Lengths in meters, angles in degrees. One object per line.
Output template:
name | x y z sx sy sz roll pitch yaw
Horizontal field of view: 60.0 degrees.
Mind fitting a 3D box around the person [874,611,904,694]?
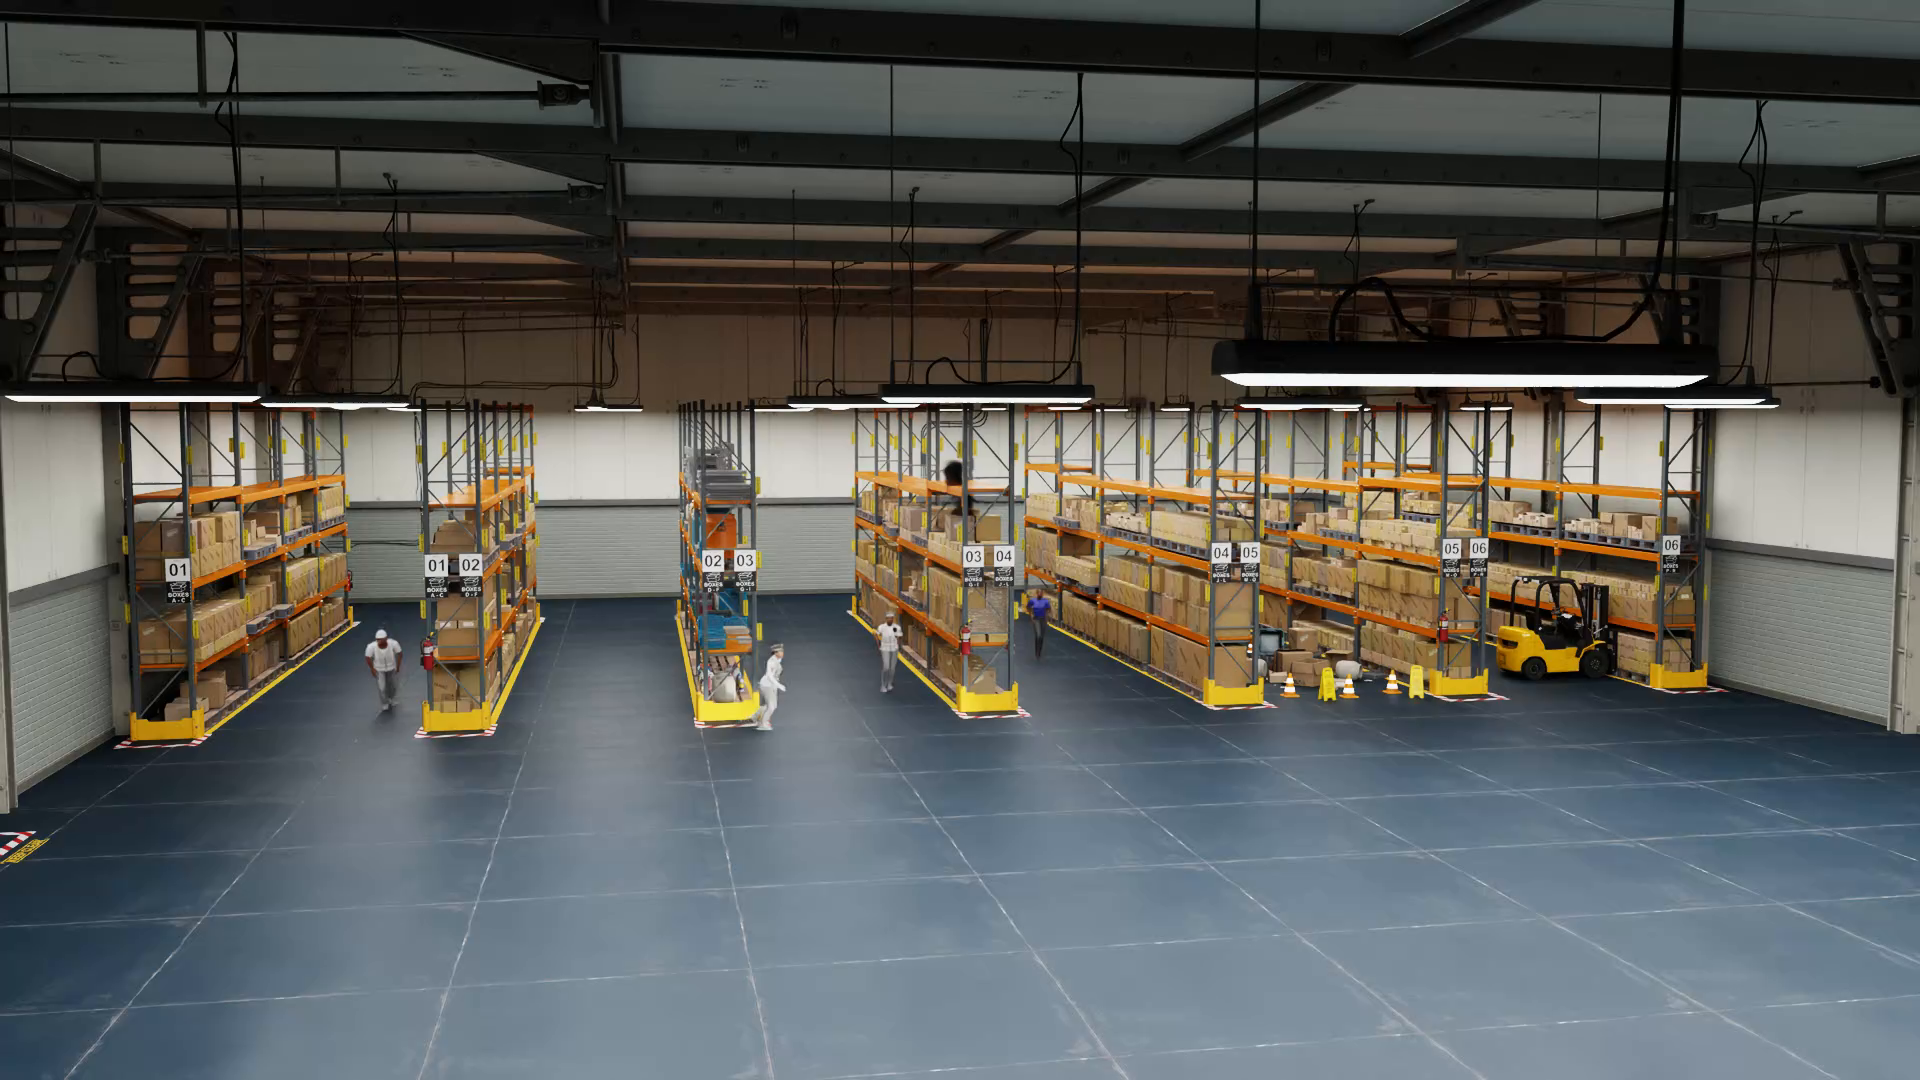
person | -1.441 2.304 34.231 0.582 1.714 0.684 -1 4 -11

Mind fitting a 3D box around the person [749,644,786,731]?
person | -3.482 2.654 30.080 0.718 1.597 0.585 0 4 6

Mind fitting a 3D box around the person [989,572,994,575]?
person | 0.871 1.137 49.147 0.640 1.785 0.695 1 4 9

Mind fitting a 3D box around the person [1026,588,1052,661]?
person | 1.861 1.957 38.909 0.563 1.696 0.749 -1 4 -10

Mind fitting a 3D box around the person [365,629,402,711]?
person | -11.113 2.497 32.116 0.720 1.623 0.914 -3 5 -33
